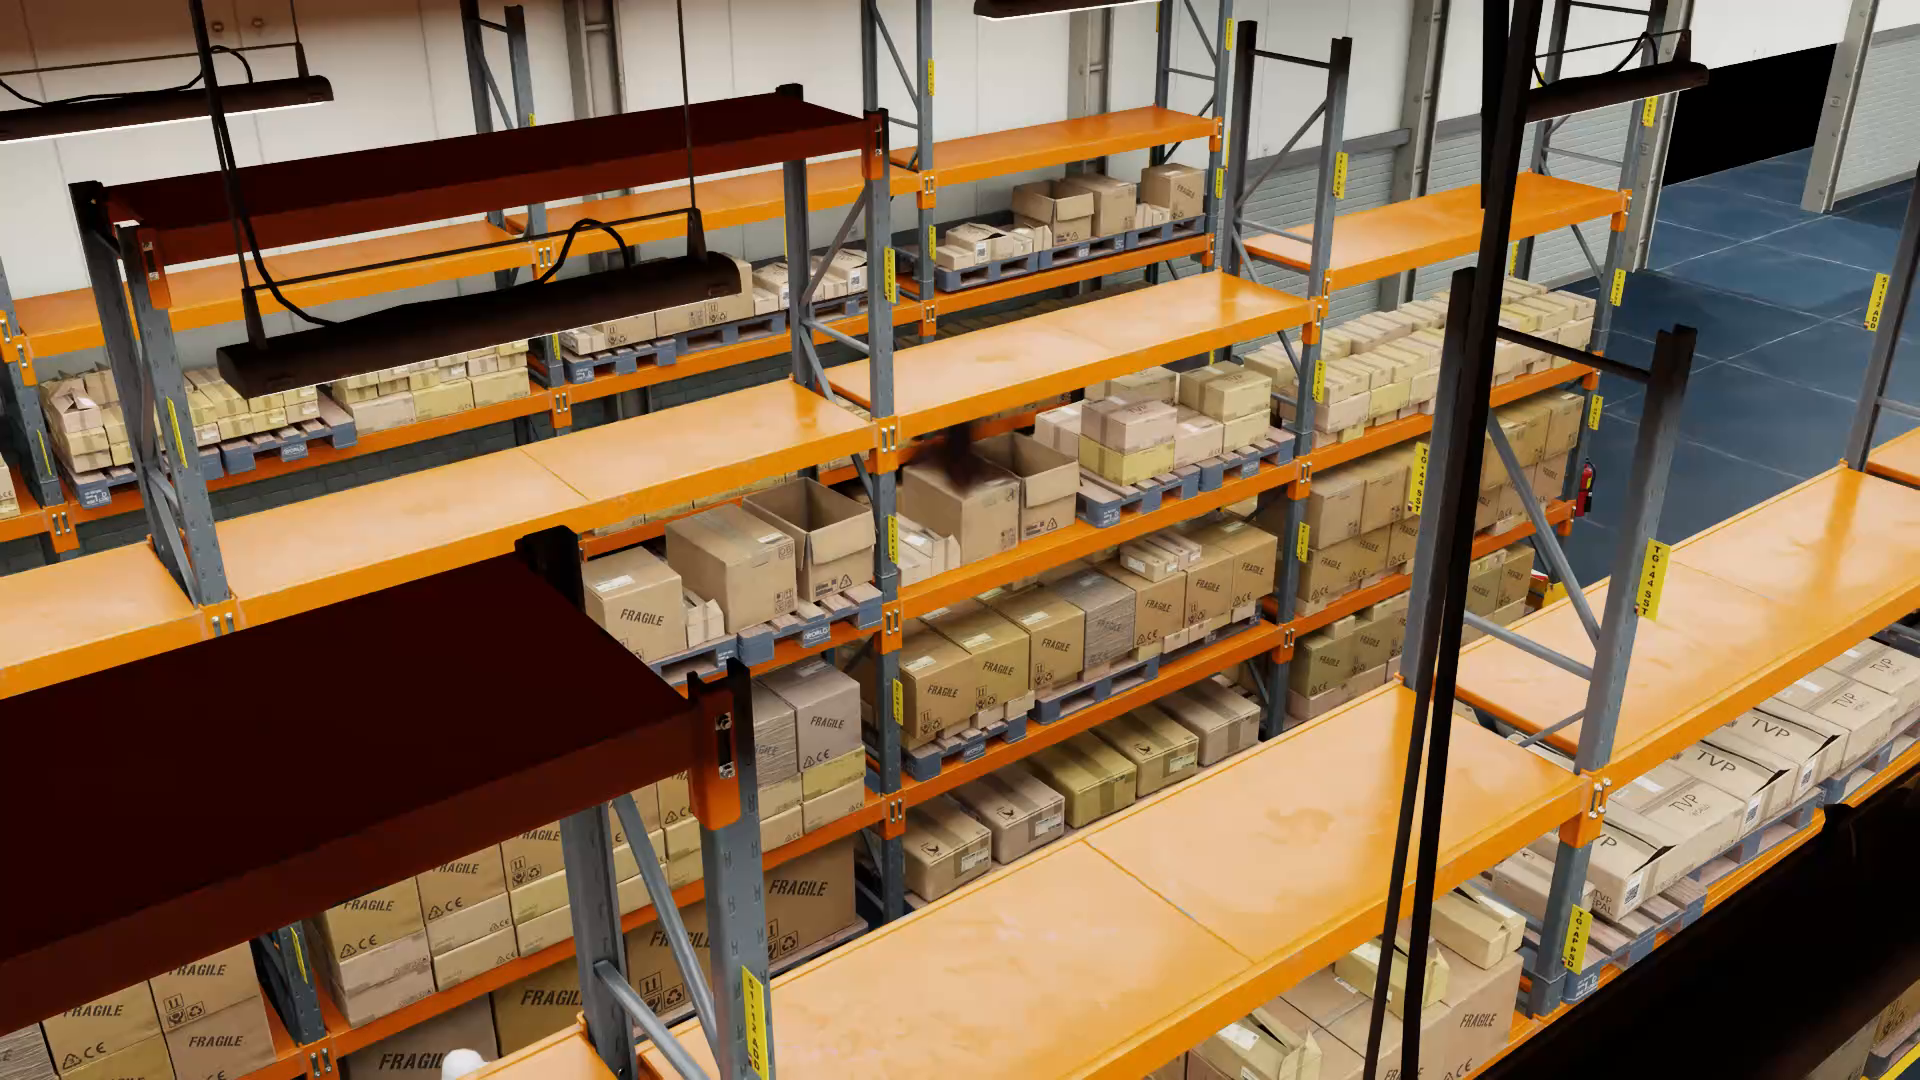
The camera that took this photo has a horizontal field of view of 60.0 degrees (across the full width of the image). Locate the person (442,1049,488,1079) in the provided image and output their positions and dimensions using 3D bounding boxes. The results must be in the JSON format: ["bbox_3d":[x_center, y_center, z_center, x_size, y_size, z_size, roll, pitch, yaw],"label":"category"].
[{"bbox_3d":[-2.573,3.460,8.995,0.440,1.793,0.570,17,31,31],"label":"person"}]
